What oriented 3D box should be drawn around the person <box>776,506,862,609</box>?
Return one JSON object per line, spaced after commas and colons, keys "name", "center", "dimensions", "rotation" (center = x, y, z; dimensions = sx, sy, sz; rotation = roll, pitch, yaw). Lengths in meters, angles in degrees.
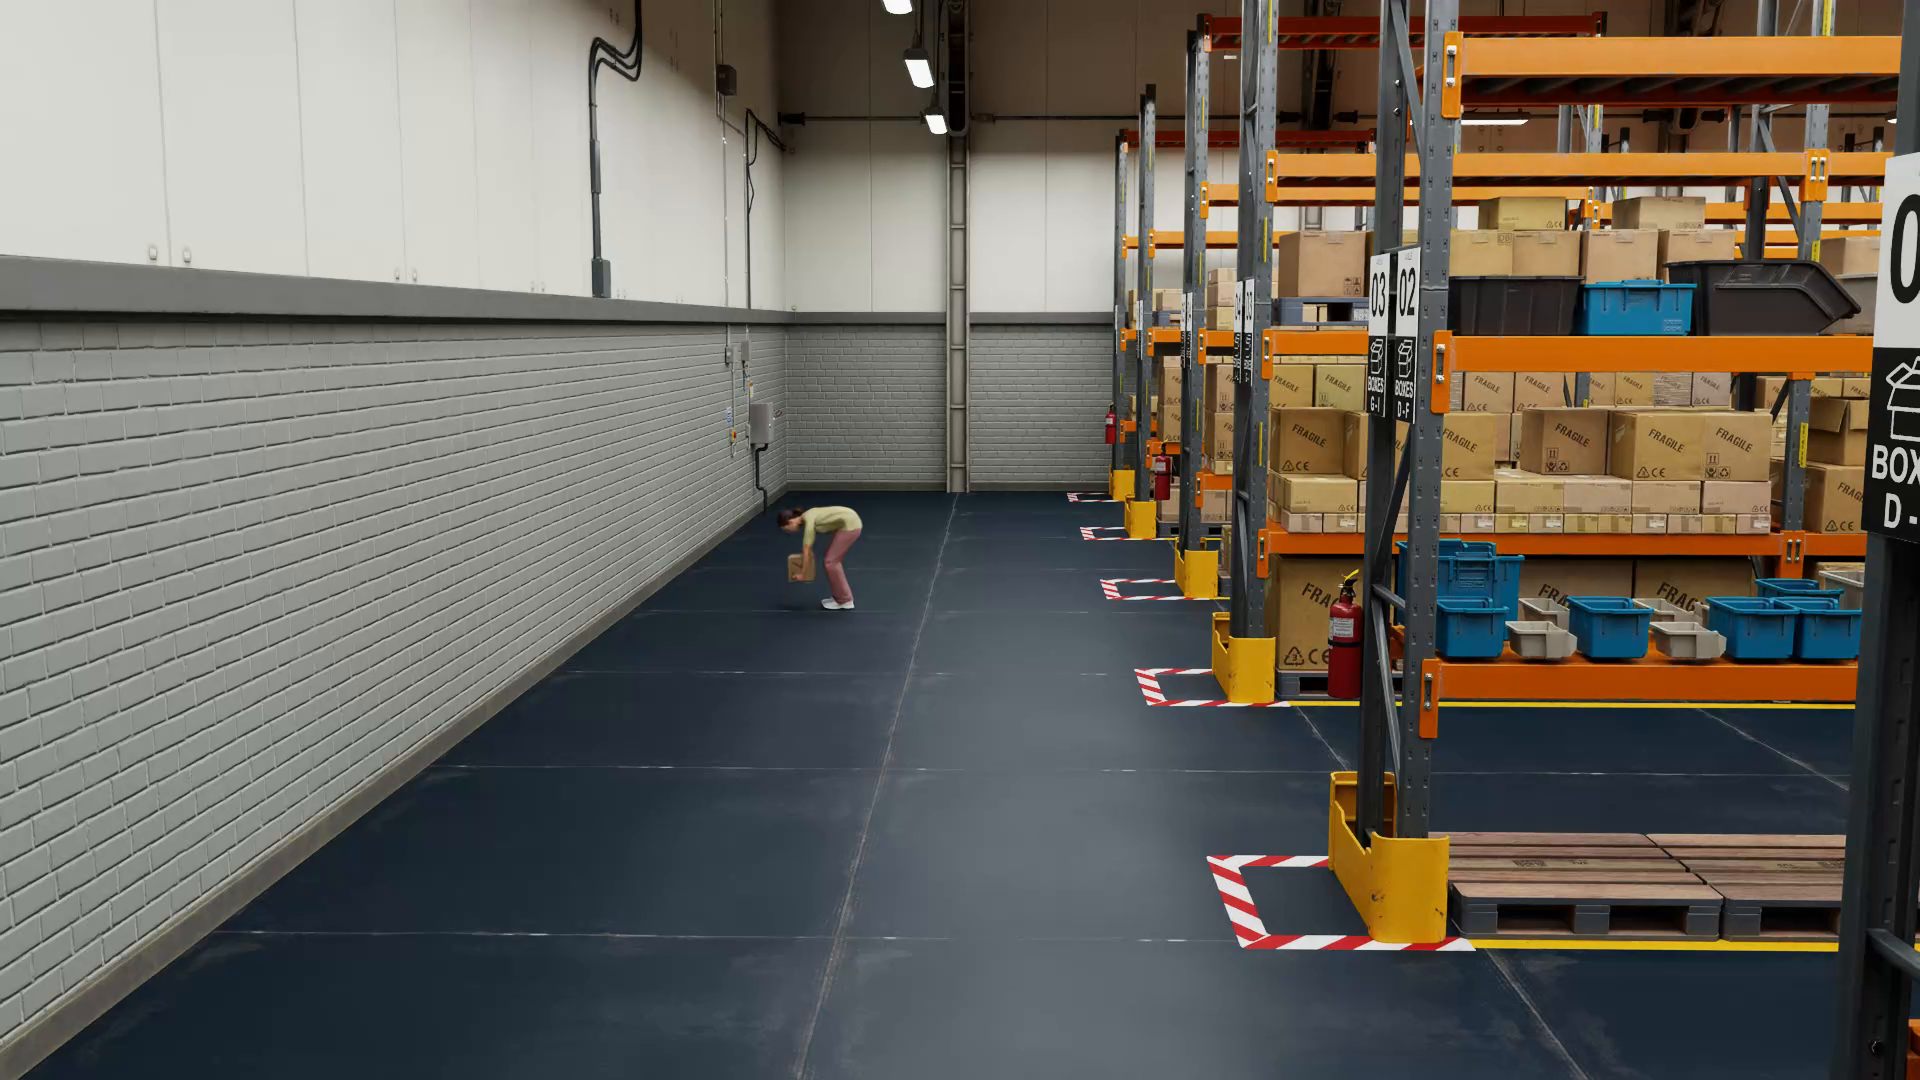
{"name": "person", "center": [-1.430, 0.173, 16.948], "dimensions": [0.872, 1.036, 0.409], "rotation": [0, 7, -1]}
